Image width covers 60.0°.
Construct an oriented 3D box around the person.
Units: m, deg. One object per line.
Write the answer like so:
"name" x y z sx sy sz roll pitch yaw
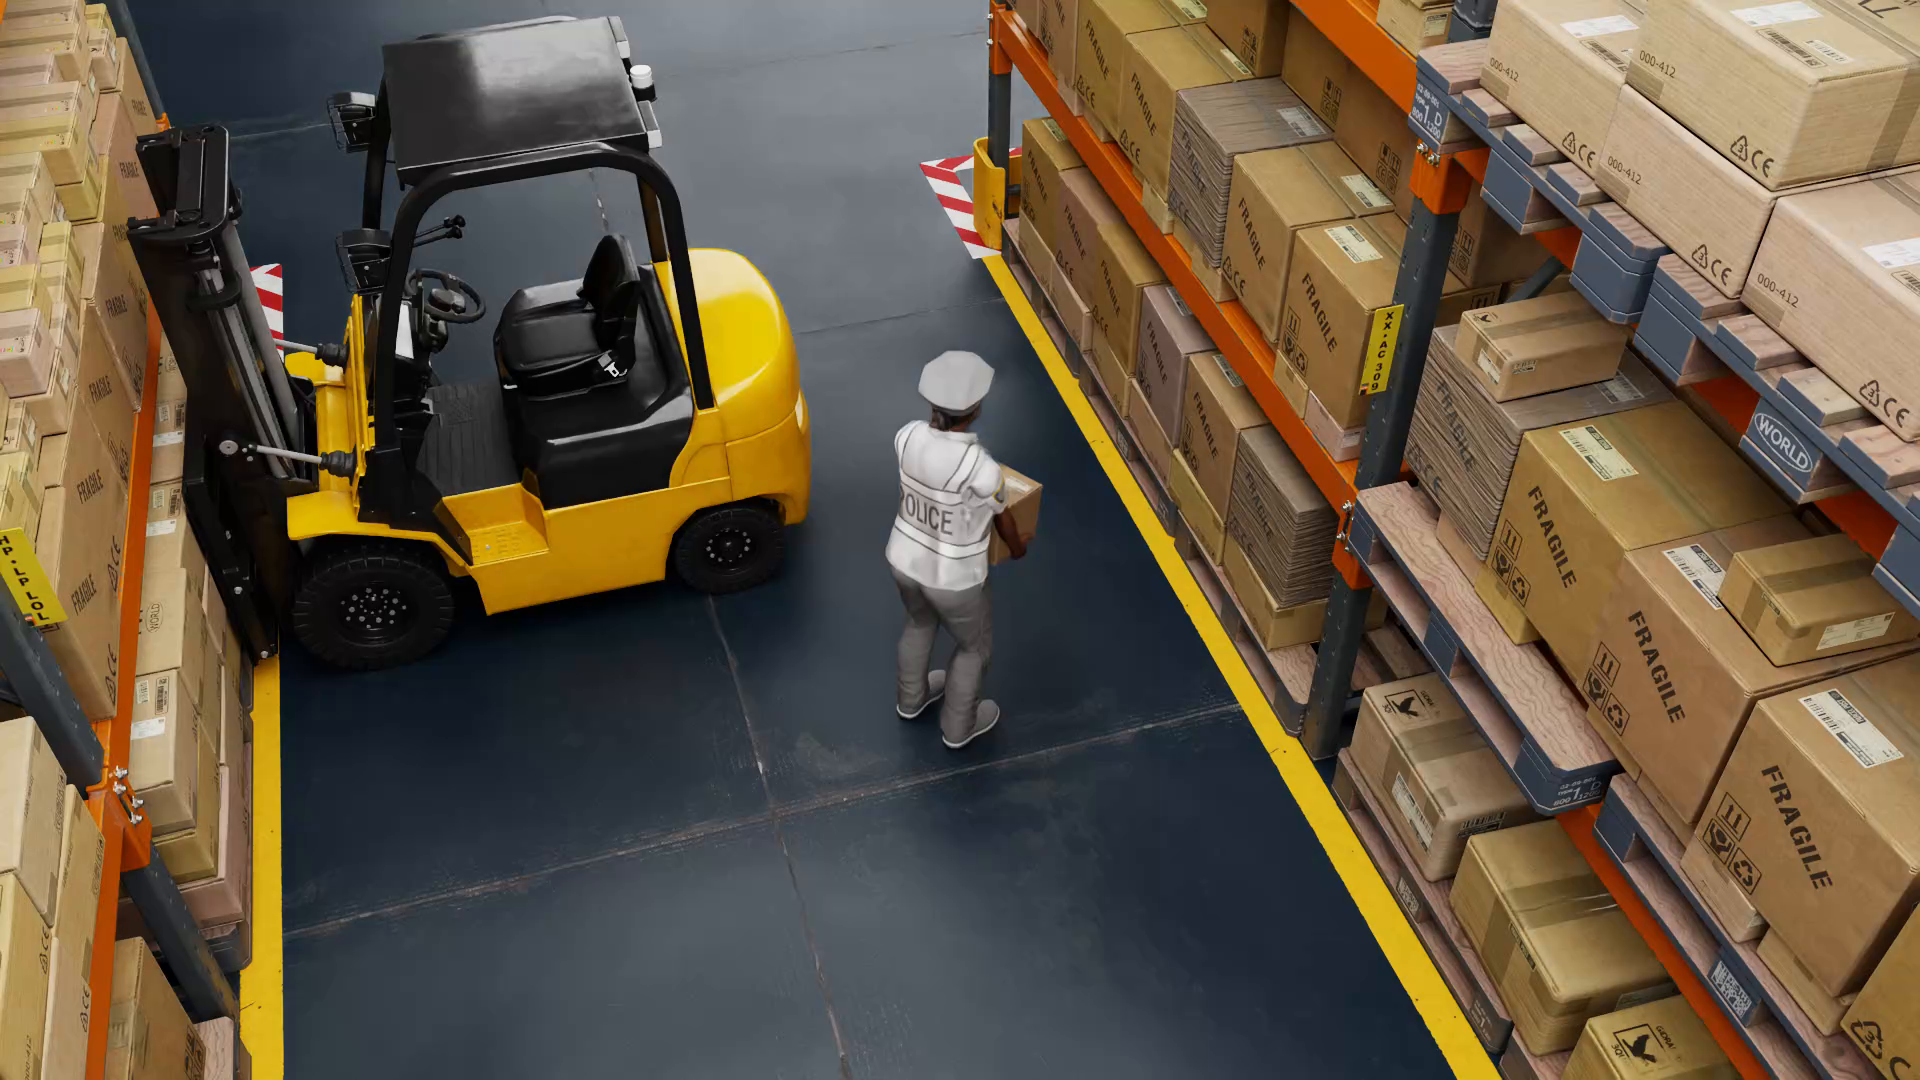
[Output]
"person" -0.013 0.044 6.120 0.415 1.663 0.547 29 50 28
